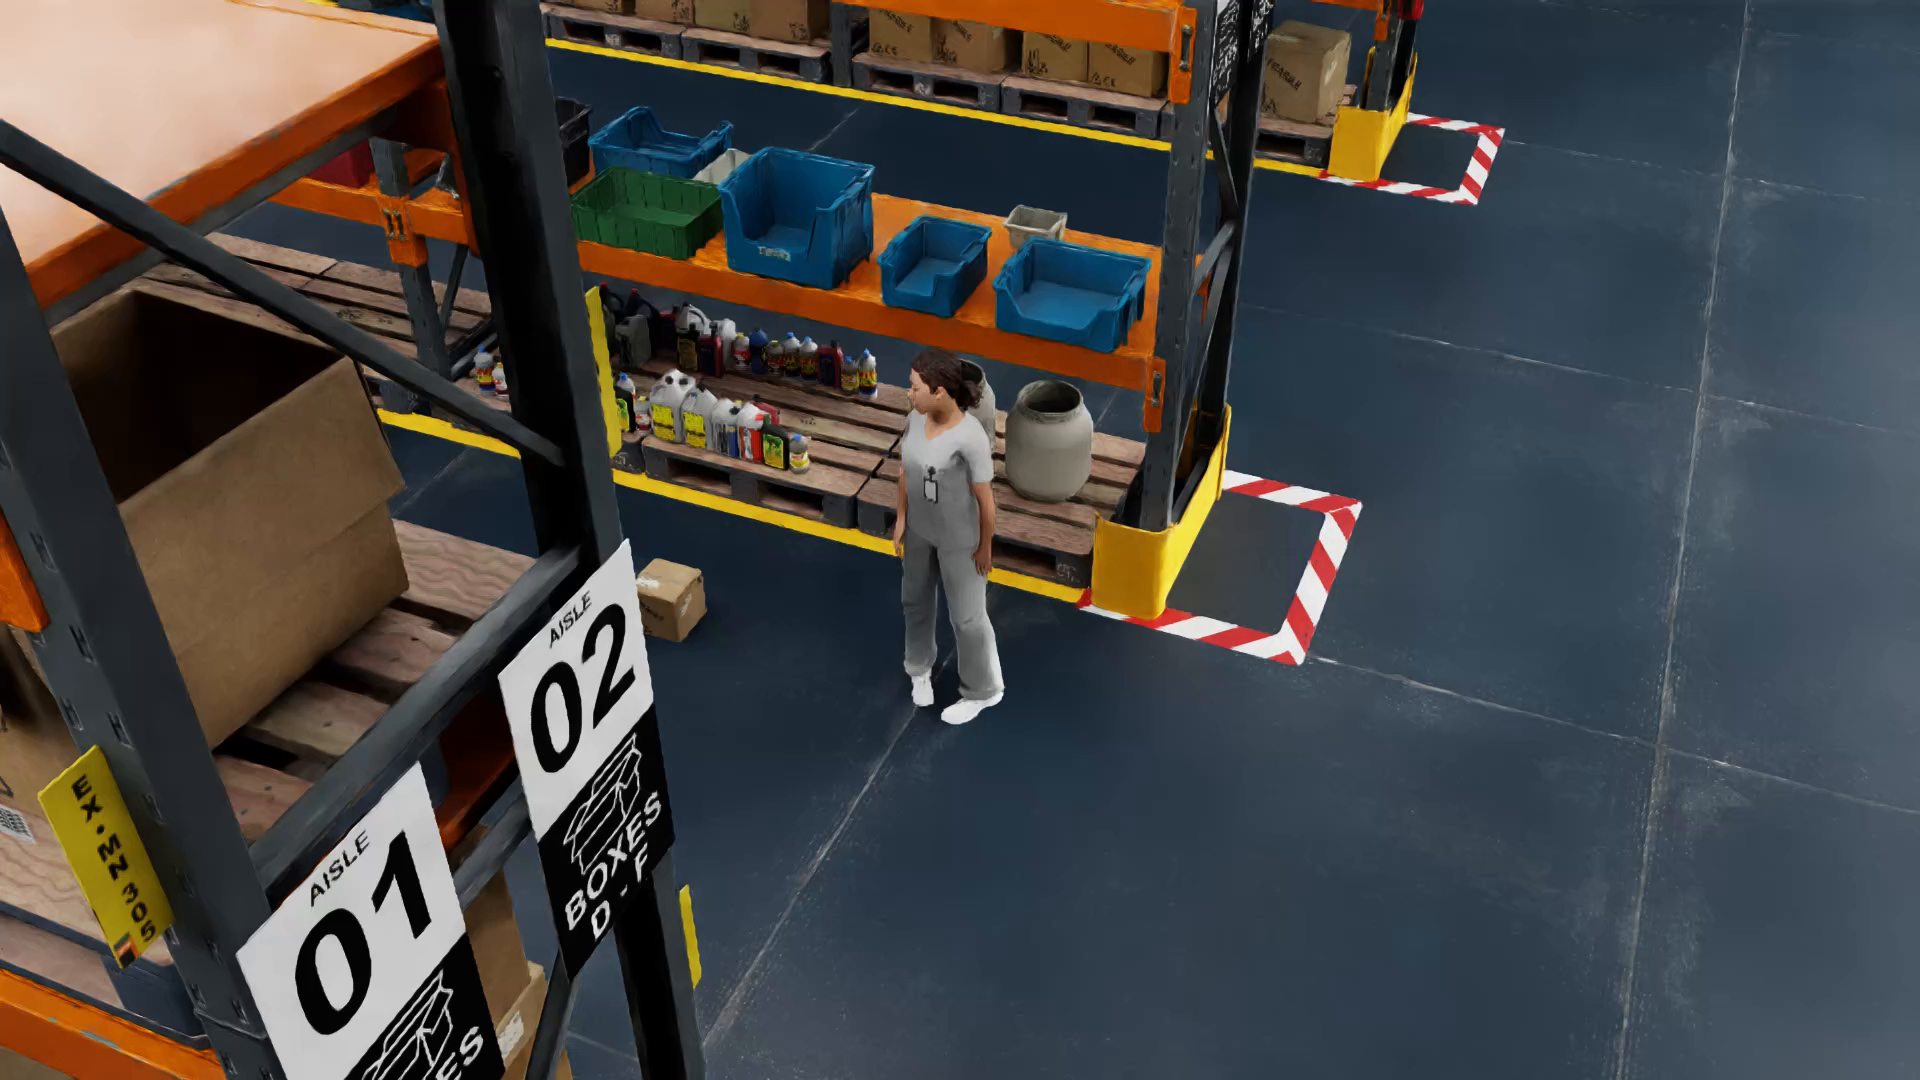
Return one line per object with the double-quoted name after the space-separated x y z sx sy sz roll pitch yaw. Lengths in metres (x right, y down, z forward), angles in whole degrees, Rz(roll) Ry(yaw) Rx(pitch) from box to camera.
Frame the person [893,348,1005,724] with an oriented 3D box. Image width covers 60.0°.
-0.055 -0.012 6.845 0.537 1.674 0.397 29 46 32 "person"
